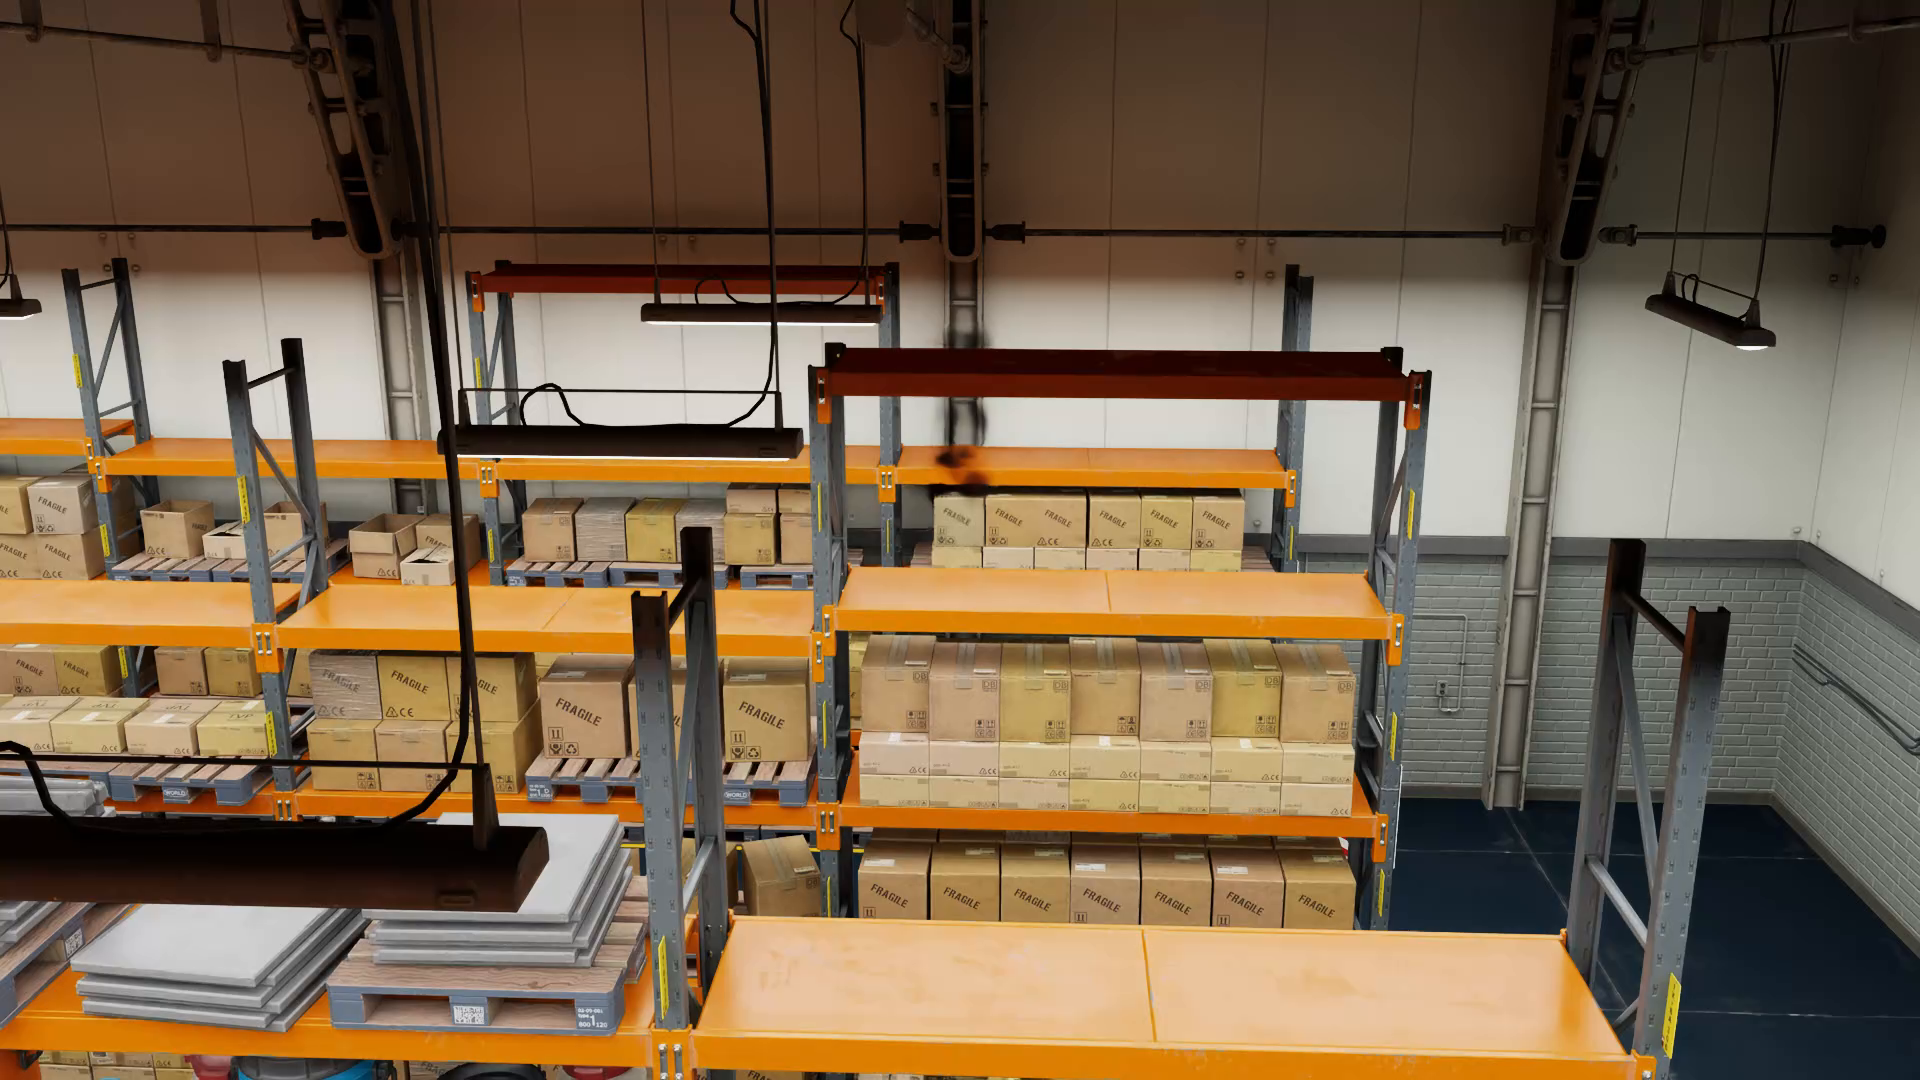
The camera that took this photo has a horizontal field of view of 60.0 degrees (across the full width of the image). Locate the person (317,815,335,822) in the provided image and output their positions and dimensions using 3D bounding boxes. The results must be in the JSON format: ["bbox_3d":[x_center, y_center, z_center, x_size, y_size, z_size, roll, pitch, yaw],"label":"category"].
[{"bbox_3d":[-5.310,3.220,14.836,0.961,1.579,0.642,4,17,13],"label":"person"}]
